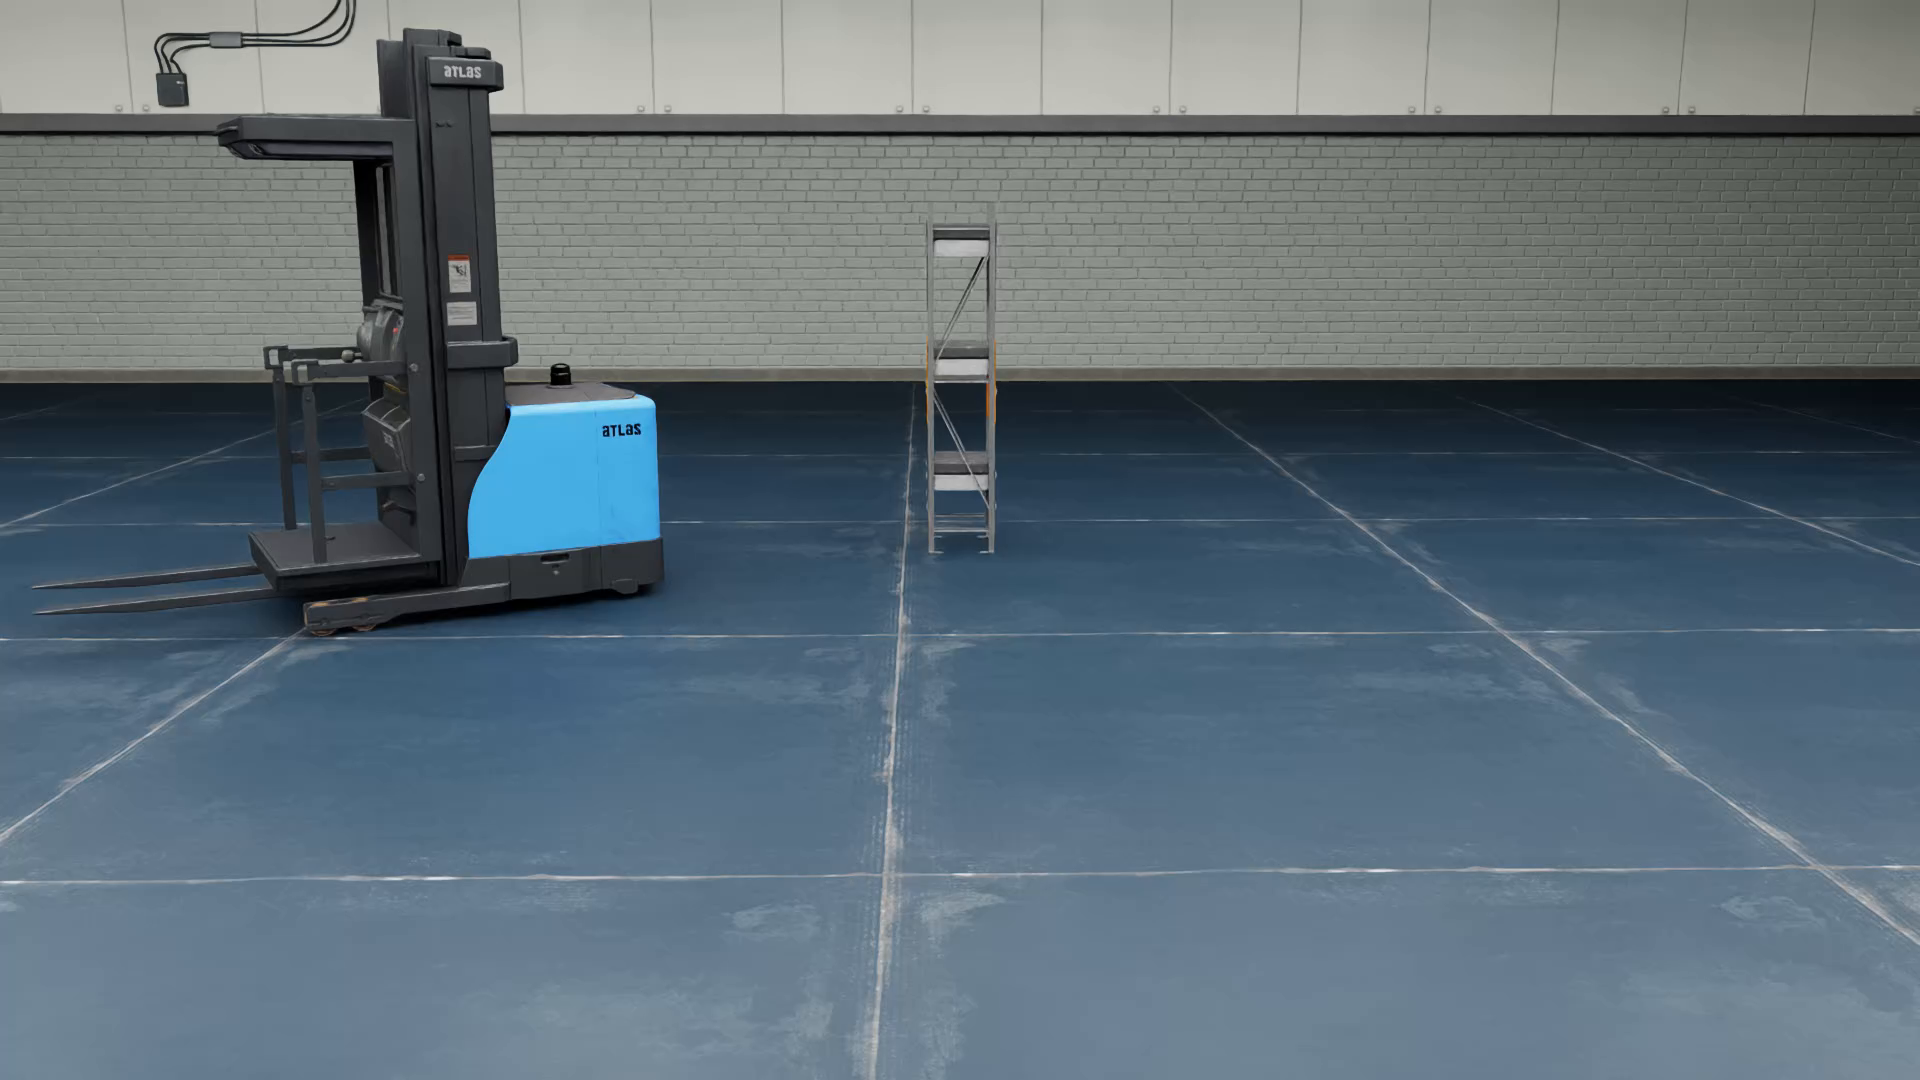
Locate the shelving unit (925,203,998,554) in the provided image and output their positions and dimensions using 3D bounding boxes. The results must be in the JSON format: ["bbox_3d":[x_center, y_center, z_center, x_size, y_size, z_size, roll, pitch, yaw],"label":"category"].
[{"bbox_3d":[0.003,-0.996,10.188,0.431,2.100,0.503,0,11,-1],"label":"shelving unit"}]

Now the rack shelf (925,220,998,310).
[{"bbox_3d":[0.003,-1.669,10.052,0.431,0.518,0.480,0,11,-1],"label":"rack shelf"}]

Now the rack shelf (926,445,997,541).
[{"bbox_3d":[0.003,-0.297,10.330,0.431,0.518,0.480,0,11,-1],"label":"rack shelf"}]

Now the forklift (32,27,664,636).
[{"bbox_3d":[-3.160,-1.081,8.515,3.031,2.935,1.130,-6,13,-29],"label":"forklift"}]

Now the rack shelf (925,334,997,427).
[{"bbox_3d":[0.003,-0.983,10.191,0.431,0.518,0.480,0,11,-1],"label":"rack shelf"}]

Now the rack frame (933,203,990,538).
[{"bbox_3d":[-0.002,-1.045,10.427,0.400,2.100,0.015,0,11,-1],"label":"rack frame"}]

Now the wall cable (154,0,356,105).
[{"bbox_3d":[-8.045,-7.946,18.542,2.305,6.003,0.169,0,11,-1],"label":"wall cable"}]

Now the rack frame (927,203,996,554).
[{"bbox_3d":[0.008,-0.948,9.949,0.400,2.100,0.015,0,11,-1],"label":"rack frame"}]
